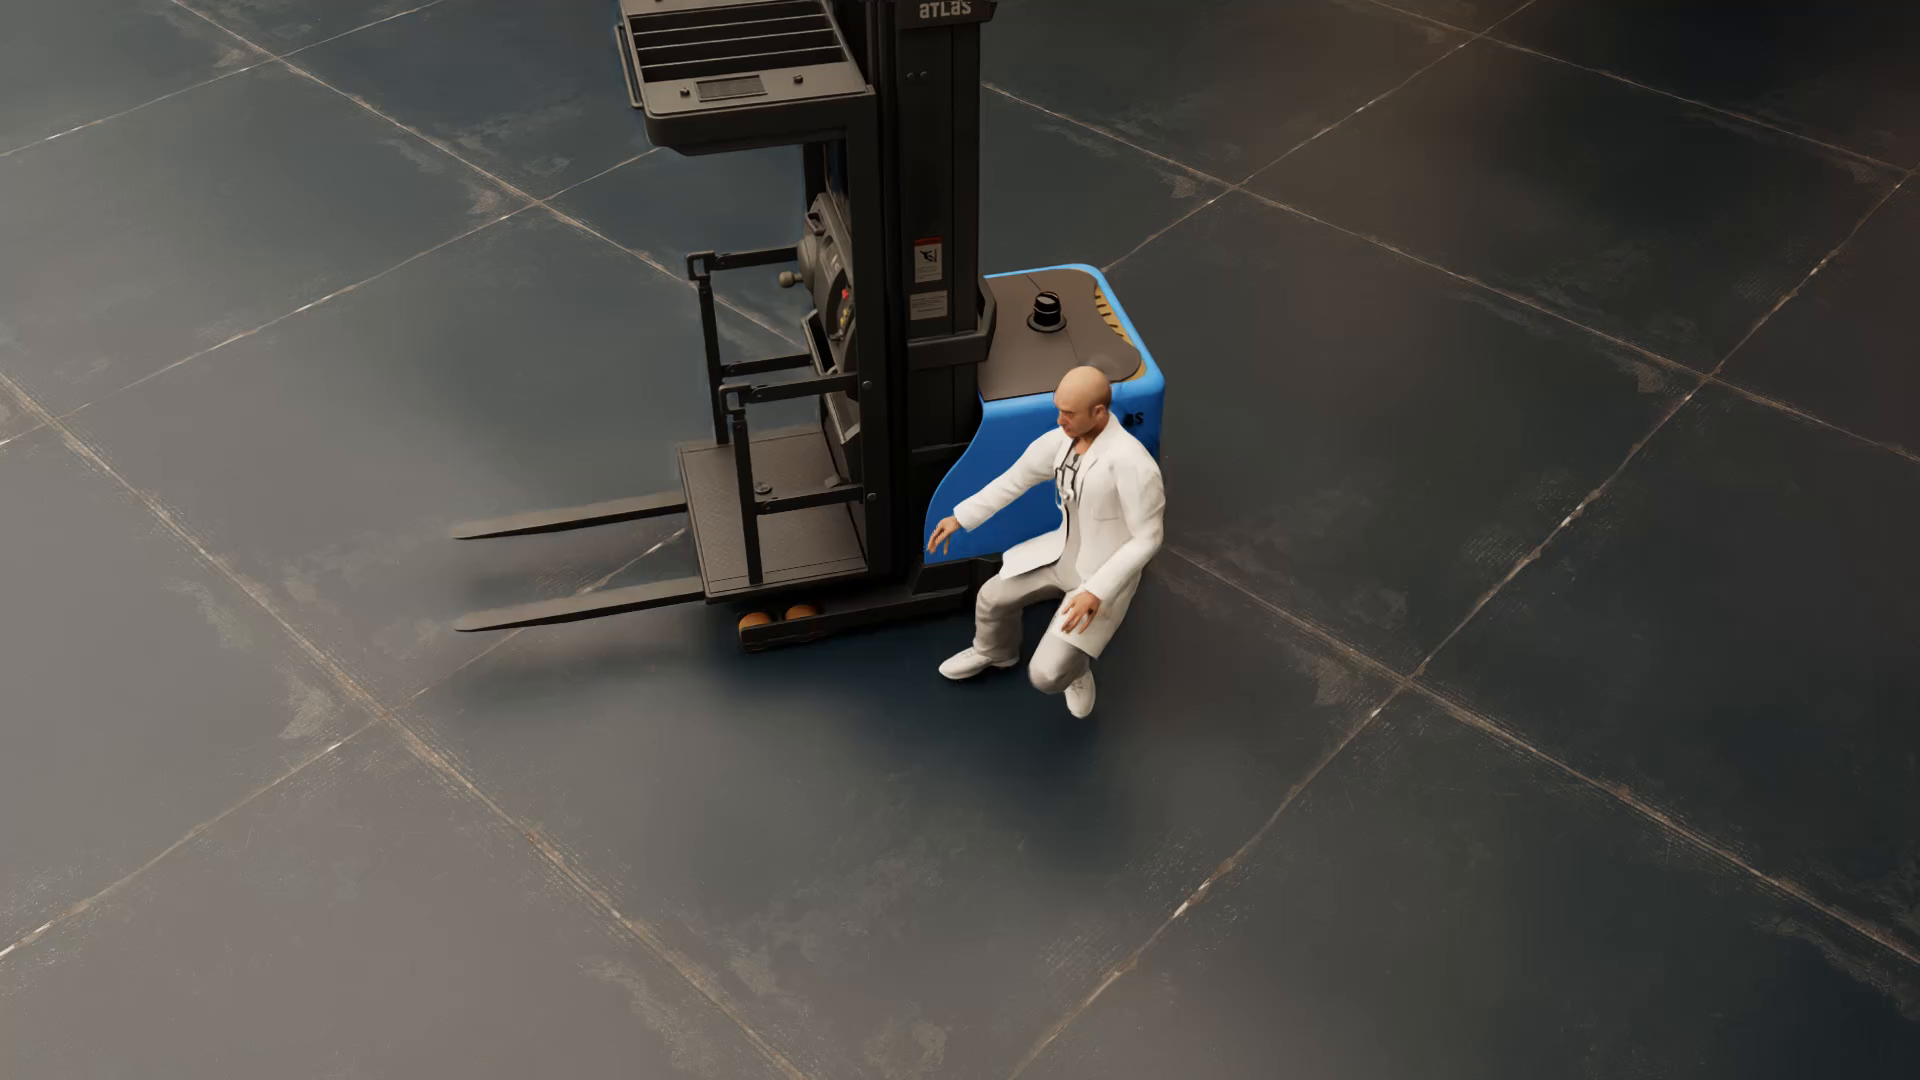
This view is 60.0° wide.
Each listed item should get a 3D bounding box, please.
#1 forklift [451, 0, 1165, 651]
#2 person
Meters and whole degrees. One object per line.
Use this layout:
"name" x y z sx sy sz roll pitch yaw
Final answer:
"forklift" -0.714 -1.021 6.618 3.031 2.935 1.130 -9 42 -11
"person" 0.320 0.140 6.361 0.706 1.505 0.808 -19 44 -20
